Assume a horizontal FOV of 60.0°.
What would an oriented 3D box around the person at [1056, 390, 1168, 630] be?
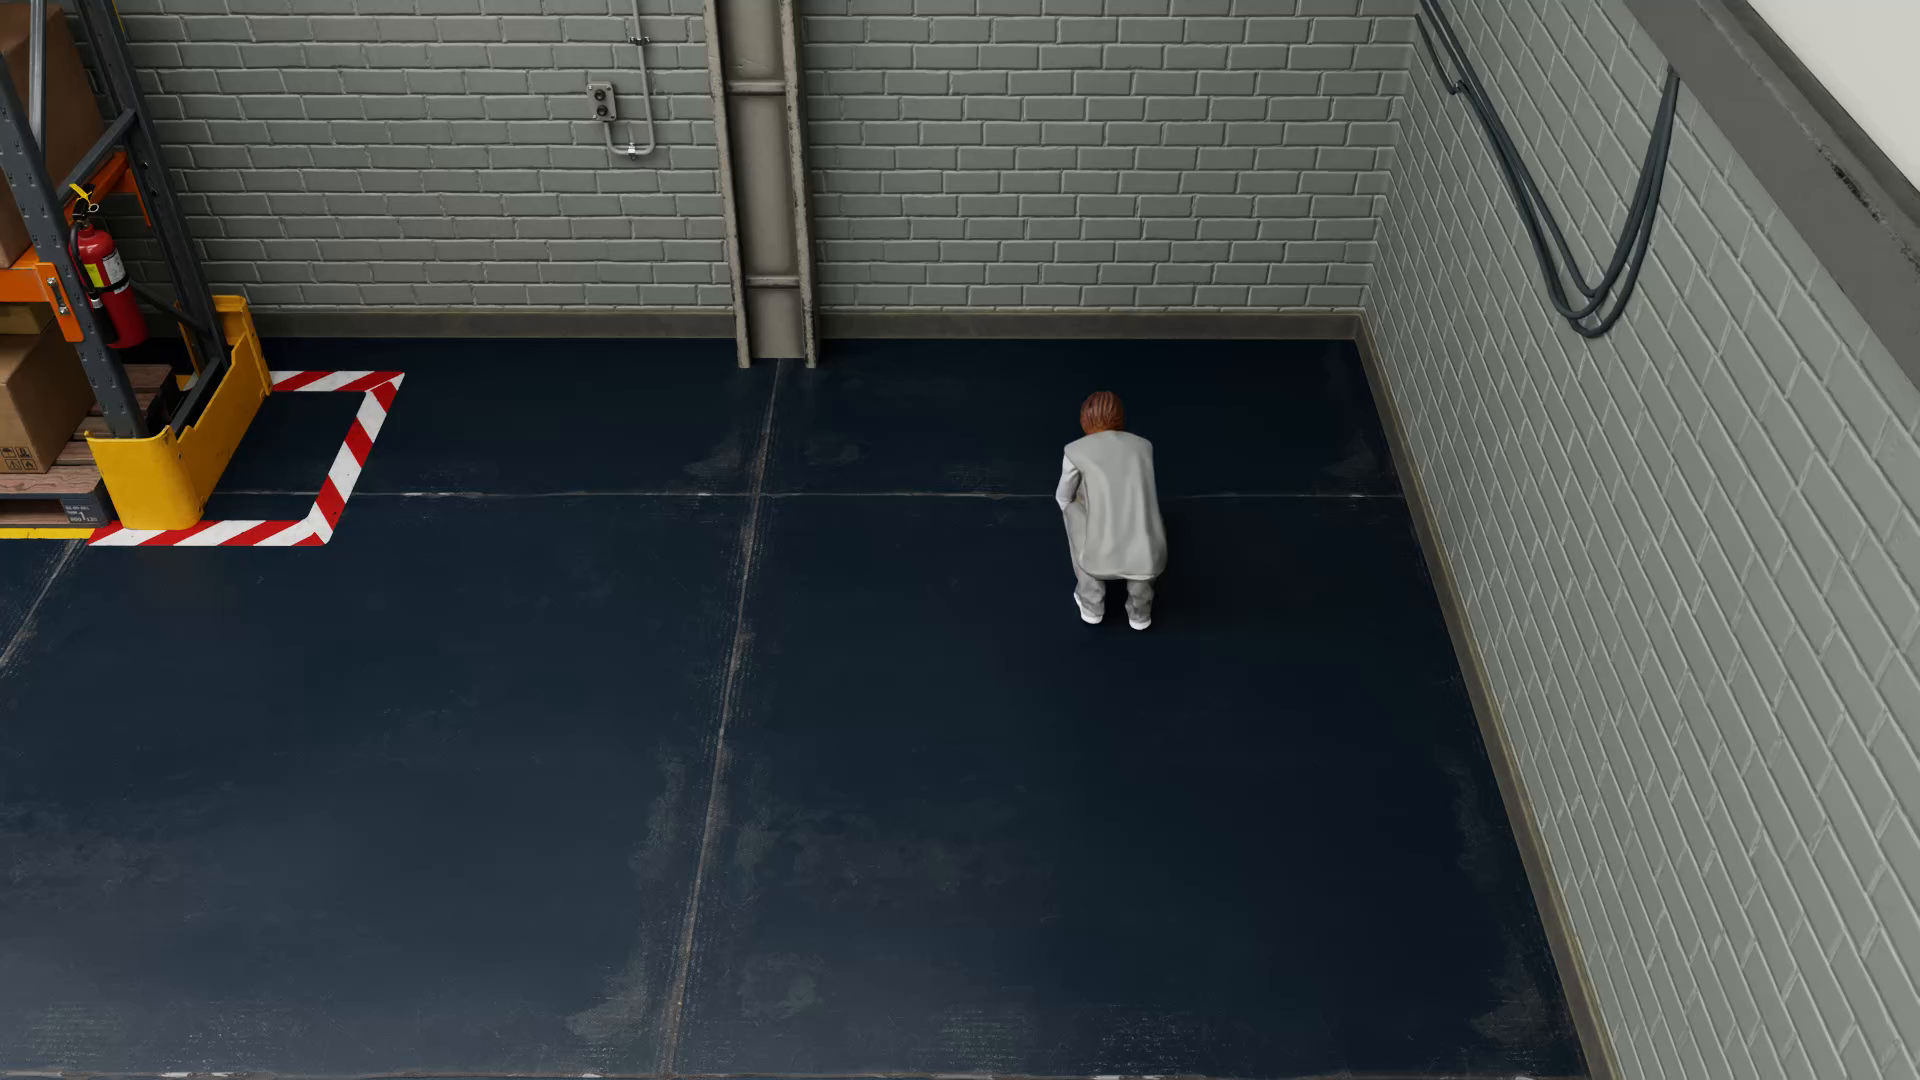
[{"bbox_3d":[0.630,-0.082,6.860,0.443,0.829,0.803,0,40,0],"label":"person"}]
